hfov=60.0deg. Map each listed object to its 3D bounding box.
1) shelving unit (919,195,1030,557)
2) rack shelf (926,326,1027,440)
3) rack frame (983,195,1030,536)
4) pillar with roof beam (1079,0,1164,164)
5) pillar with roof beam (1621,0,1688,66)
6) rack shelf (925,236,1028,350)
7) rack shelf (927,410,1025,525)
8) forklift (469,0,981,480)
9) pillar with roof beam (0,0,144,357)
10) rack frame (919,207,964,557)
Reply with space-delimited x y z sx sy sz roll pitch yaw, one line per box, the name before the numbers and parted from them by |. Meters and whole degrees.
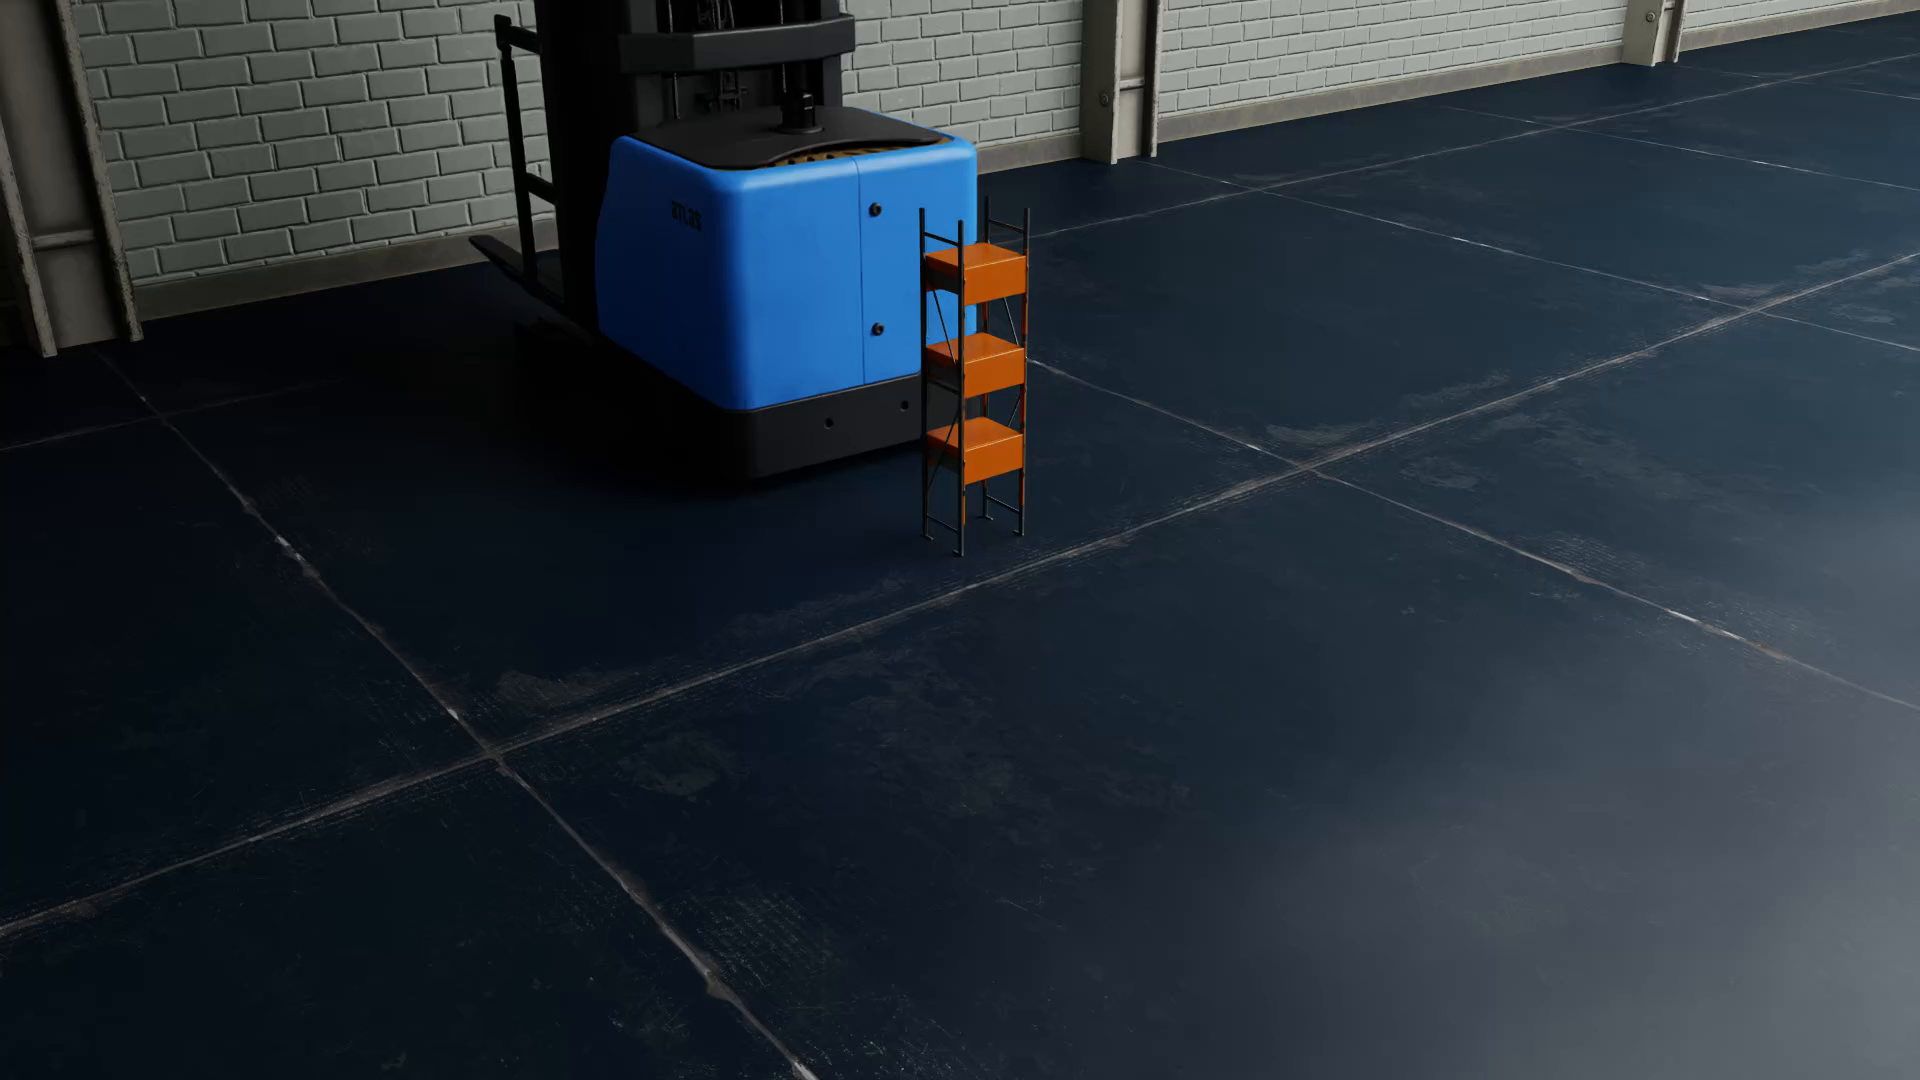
shelving unit | 0.042 -0.490 5.059 0.252 1.050 0.215 -18 31 -34
rack shelf | 0.042 -0.481 5.063 0.240 0.259 0.215 -18 31 -34
rack frame | 0.138 -0.522 5.127 0.008 1.050 0.200 -18 31 -34
pillar with roof beam | 3.646 -5.070 5.486 0.400 9.000 9.100 -18 31 -34
pillar with roof beam | 8.367 -6.629 8.844 0.400 9.000 9.100 -18 31 -34
rack shelf | 0.042 -0.738 4.944 0.240 0.259 0.215 -18 31 -34
rack shelf | 0.042 -0.228 5.180 0.240 0.259 0.215 -18 31 -34
forklift | -1.169 -2.096 6.285 1.130 2.935 3.031 -16 29 -31
pillar with roof beam | -1.076 -3.512 2.127 0.400 9.000 9.100 -18 31 -34
rack frame | -0.054 -0.458 4.991 0.008 1.050 0.200 -18 31 -34
